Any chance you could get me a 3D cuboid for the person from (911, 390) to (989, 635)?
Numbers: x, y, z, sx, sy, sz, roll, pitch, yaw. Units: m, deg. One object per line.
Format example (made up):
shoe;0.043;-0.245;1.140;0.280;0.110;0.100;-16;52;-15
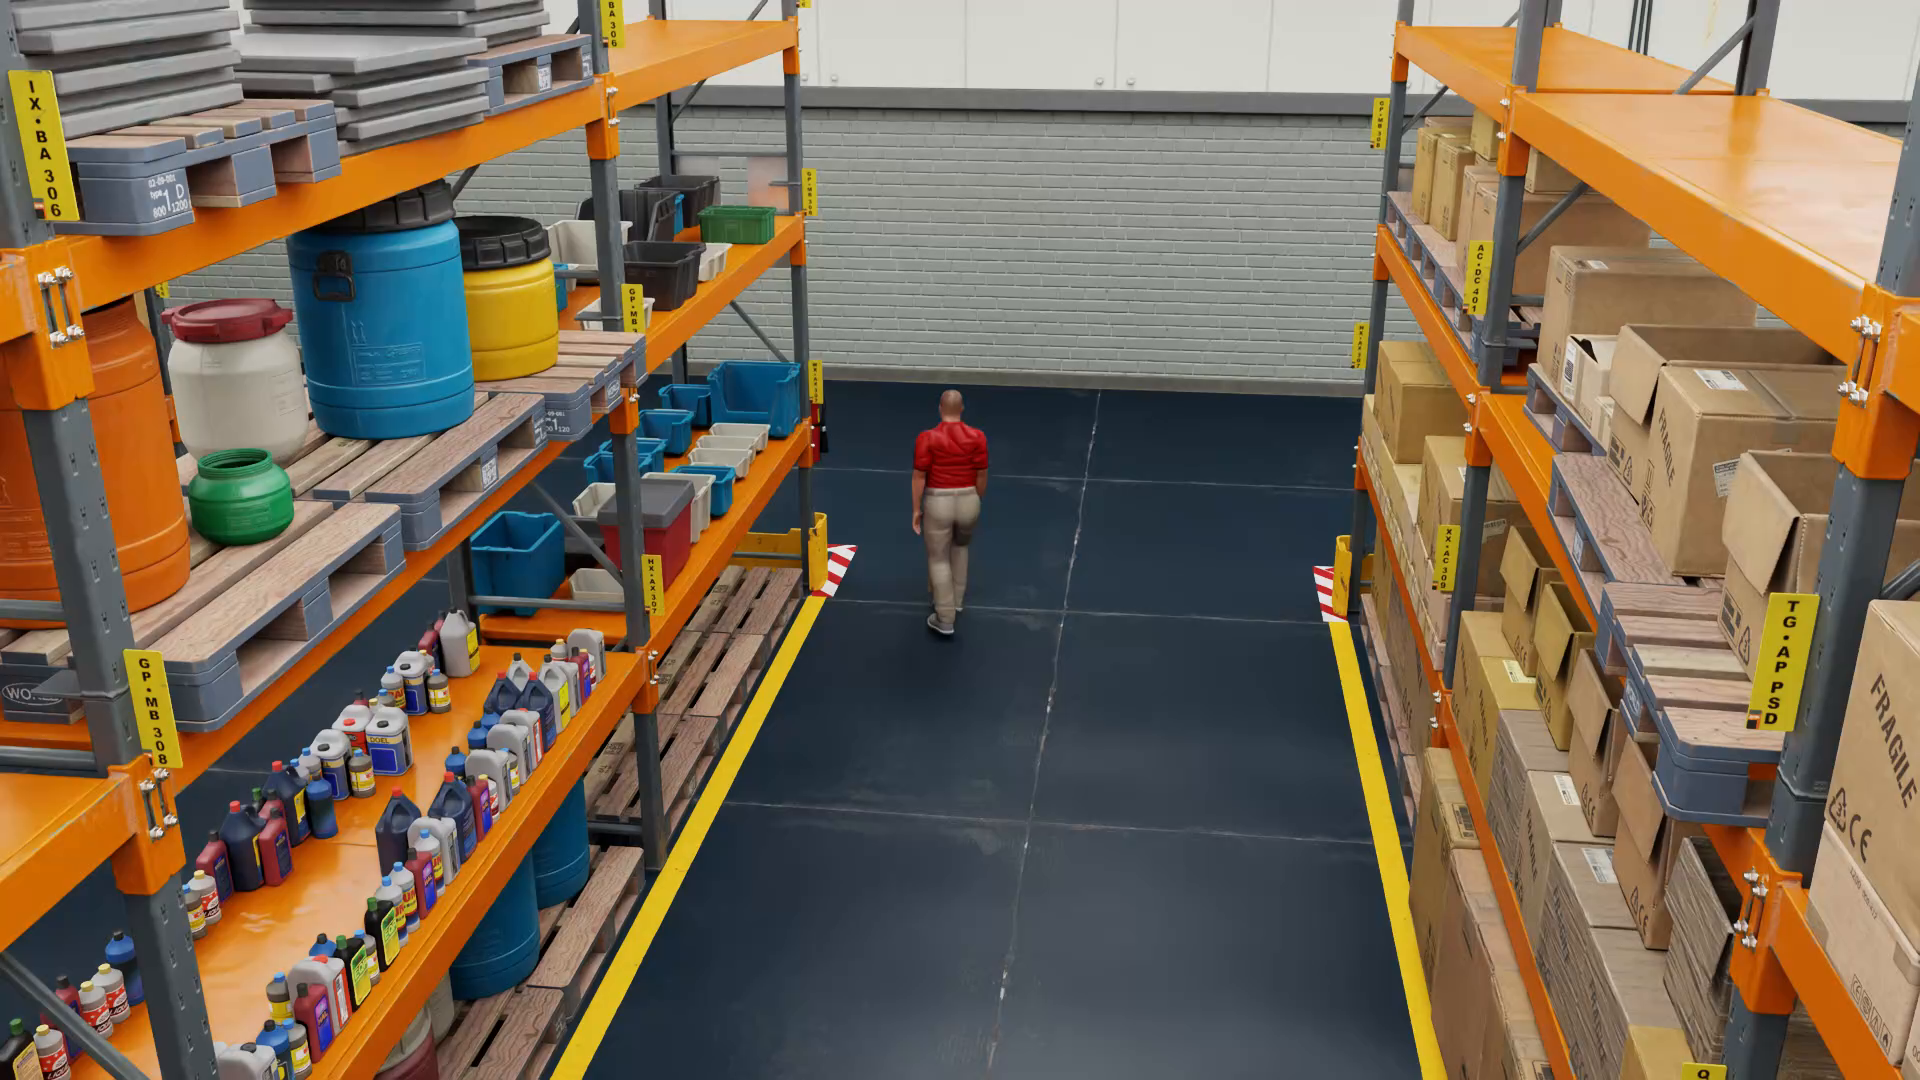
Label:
person;-0.076;-0.215;11.685;0.538;1.719;0.674;-5;22;-13
